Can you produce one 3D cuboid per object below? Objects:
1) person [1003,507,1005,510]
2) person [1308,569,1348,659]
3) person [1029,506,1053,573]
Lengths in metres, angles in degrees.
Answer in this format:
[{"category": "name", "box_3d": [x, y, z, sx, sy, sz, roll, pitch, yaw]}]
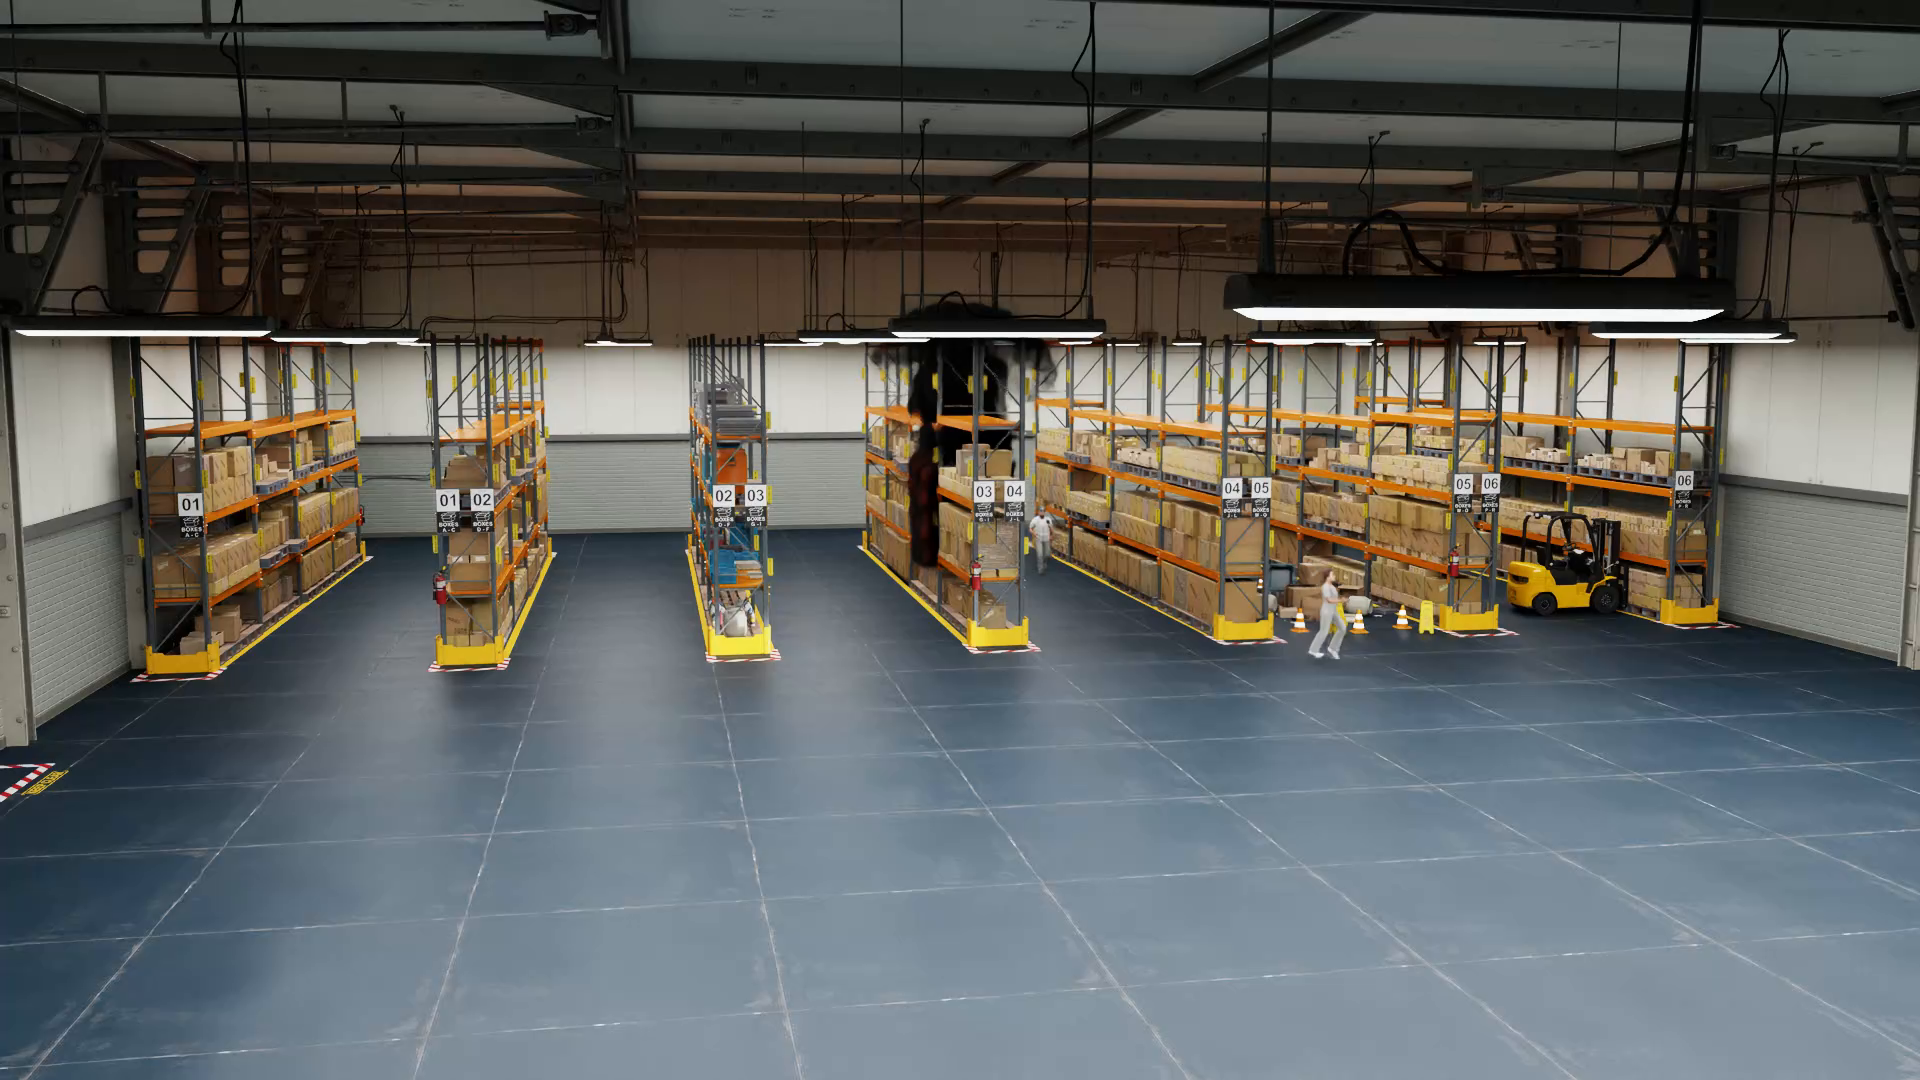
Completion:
[{"category": "person", "box_3d": [1.445, -0.393, 46.003, 0.681, 1.739, 0.648, -1, 7, -5]}, {"category": "person", "box_3d": [6.824, 1.383, 30.734, 0.722, 1.712, 0.547, 4, 8, 30]}, {"category": "person", "box_3d": [2.096, -0.019, 42.626, 0.660, 1.727, 0.626, -1, 7, -10]}]
